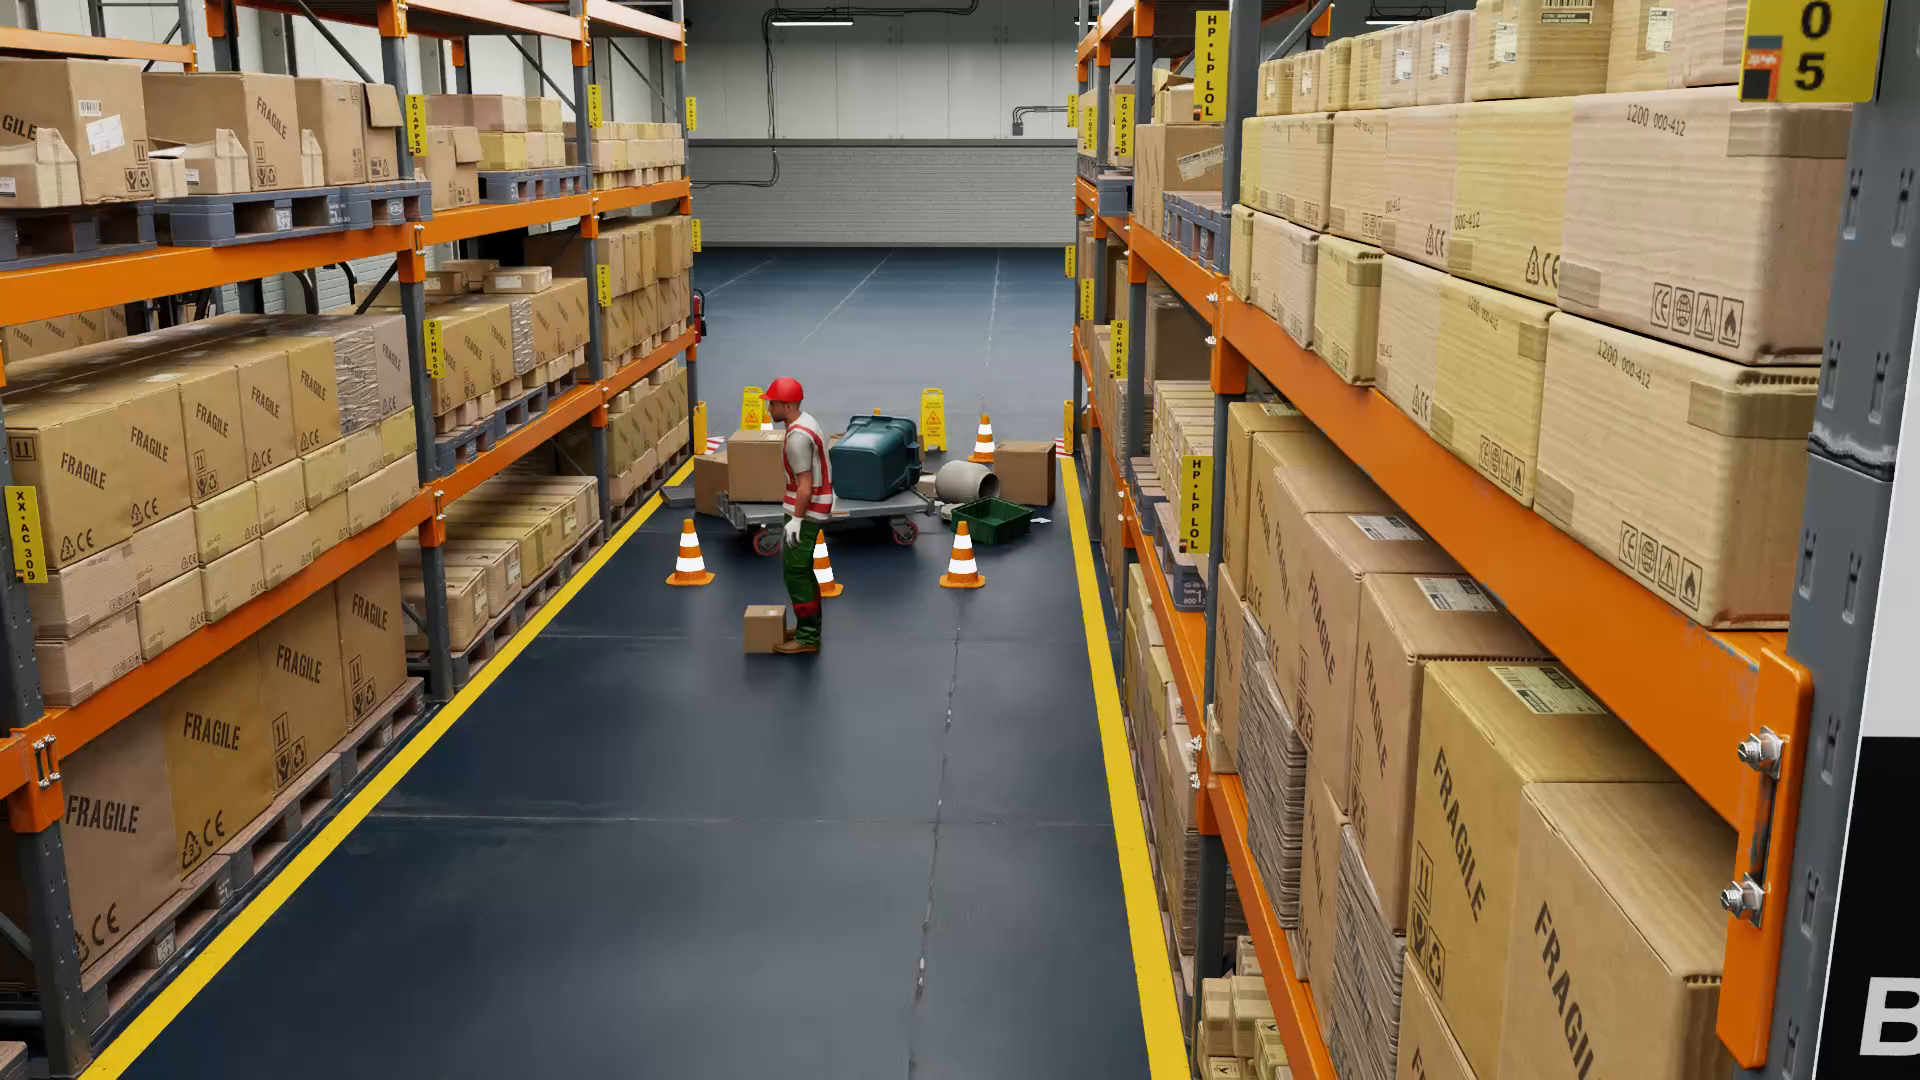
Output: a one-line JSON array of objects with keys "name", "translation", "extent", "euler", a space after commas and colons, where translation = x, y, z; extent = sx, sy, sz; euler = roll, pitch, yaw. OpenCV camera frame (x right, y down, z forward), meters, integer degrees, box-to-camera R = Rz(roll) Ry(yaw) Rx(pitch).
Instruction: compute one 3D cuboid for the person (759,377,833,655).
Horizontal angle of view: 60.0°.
[{"name": "person", "translation": [-1.036, -0.161, 10.627], "extent": [0.451, 1.778, 0.611], "euler": [0, 14, -2]}]
